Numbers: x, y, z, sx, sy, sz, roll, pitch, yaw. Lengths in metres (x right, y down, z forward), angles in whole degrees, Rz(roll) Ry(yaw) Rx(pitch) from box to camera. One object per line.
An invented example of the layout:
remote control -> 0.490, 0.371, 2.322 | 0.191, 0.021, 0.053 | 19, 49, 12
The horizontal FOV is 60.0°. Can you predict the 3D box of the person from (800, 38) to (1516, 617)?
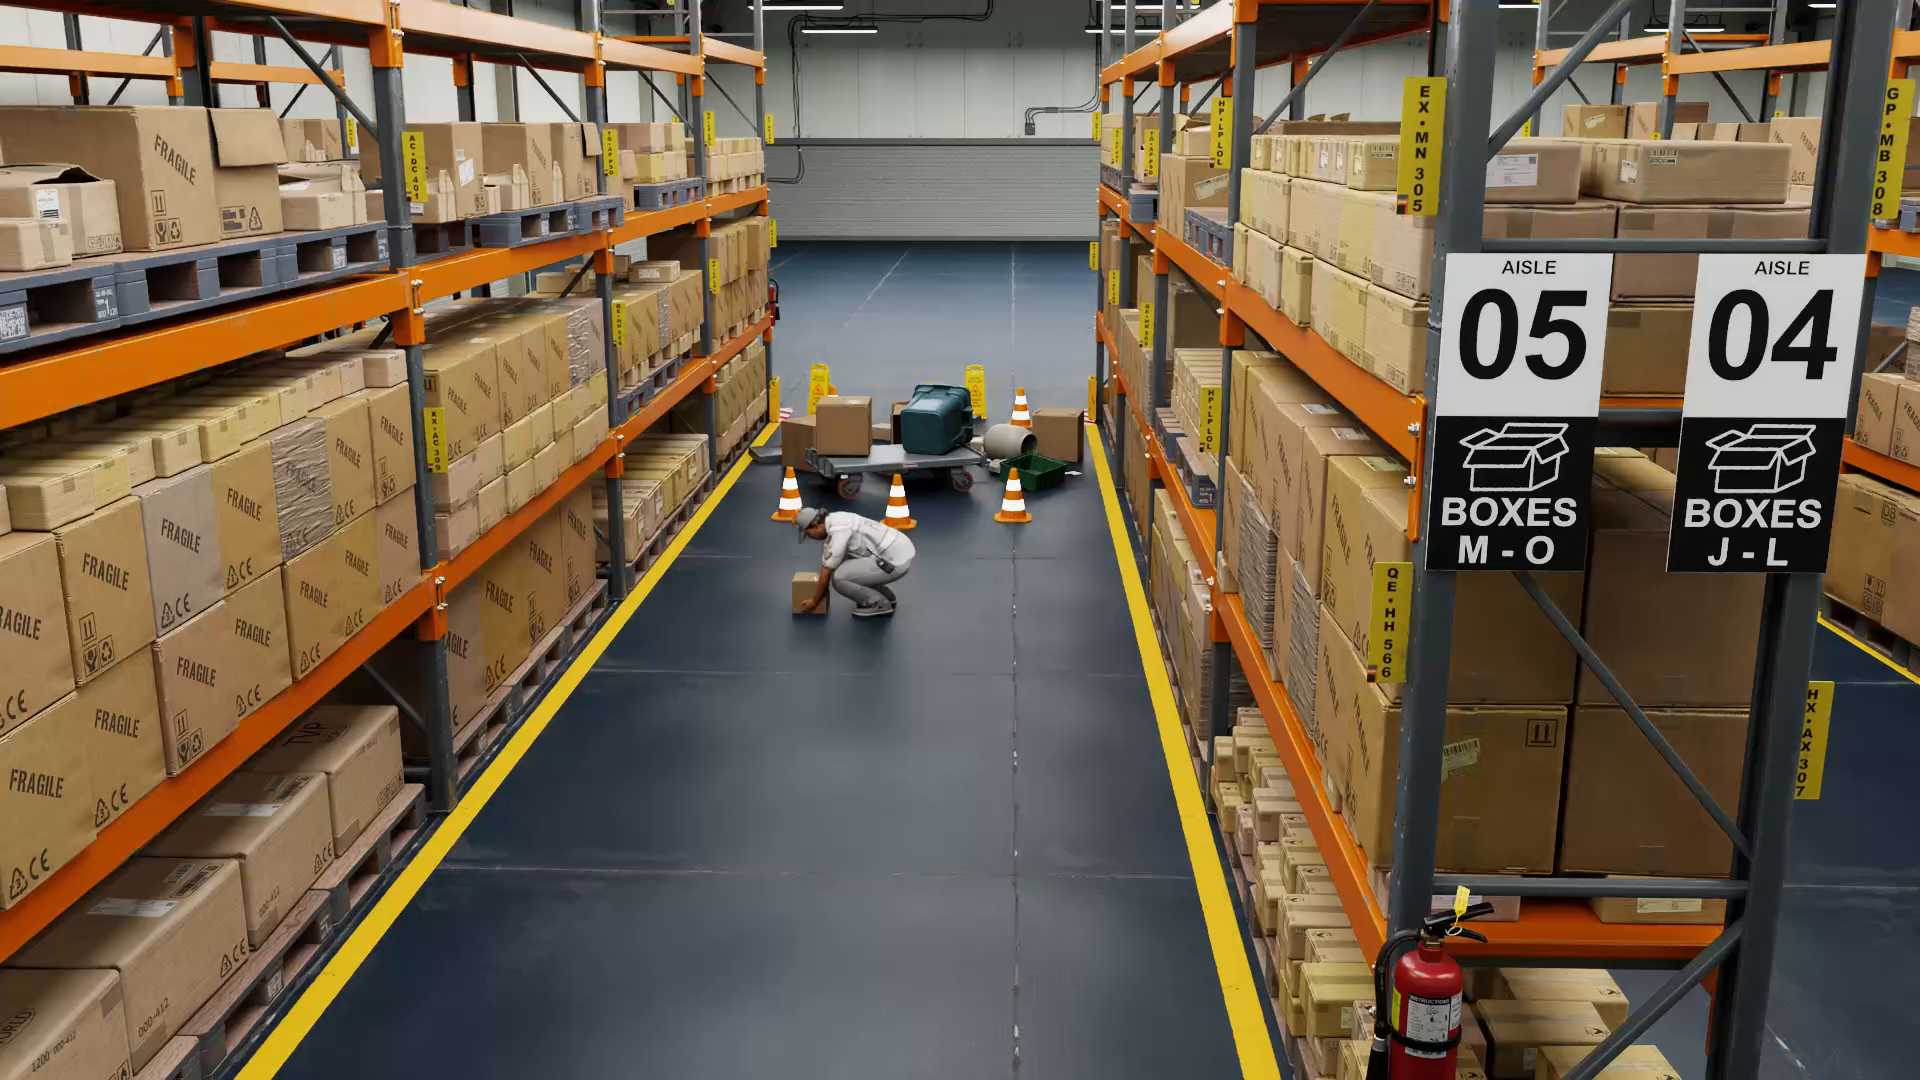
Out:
person -> 7.721, -7.205, 30.932 | 16.704, 6.023, 40.737 | 0, 14, 2
